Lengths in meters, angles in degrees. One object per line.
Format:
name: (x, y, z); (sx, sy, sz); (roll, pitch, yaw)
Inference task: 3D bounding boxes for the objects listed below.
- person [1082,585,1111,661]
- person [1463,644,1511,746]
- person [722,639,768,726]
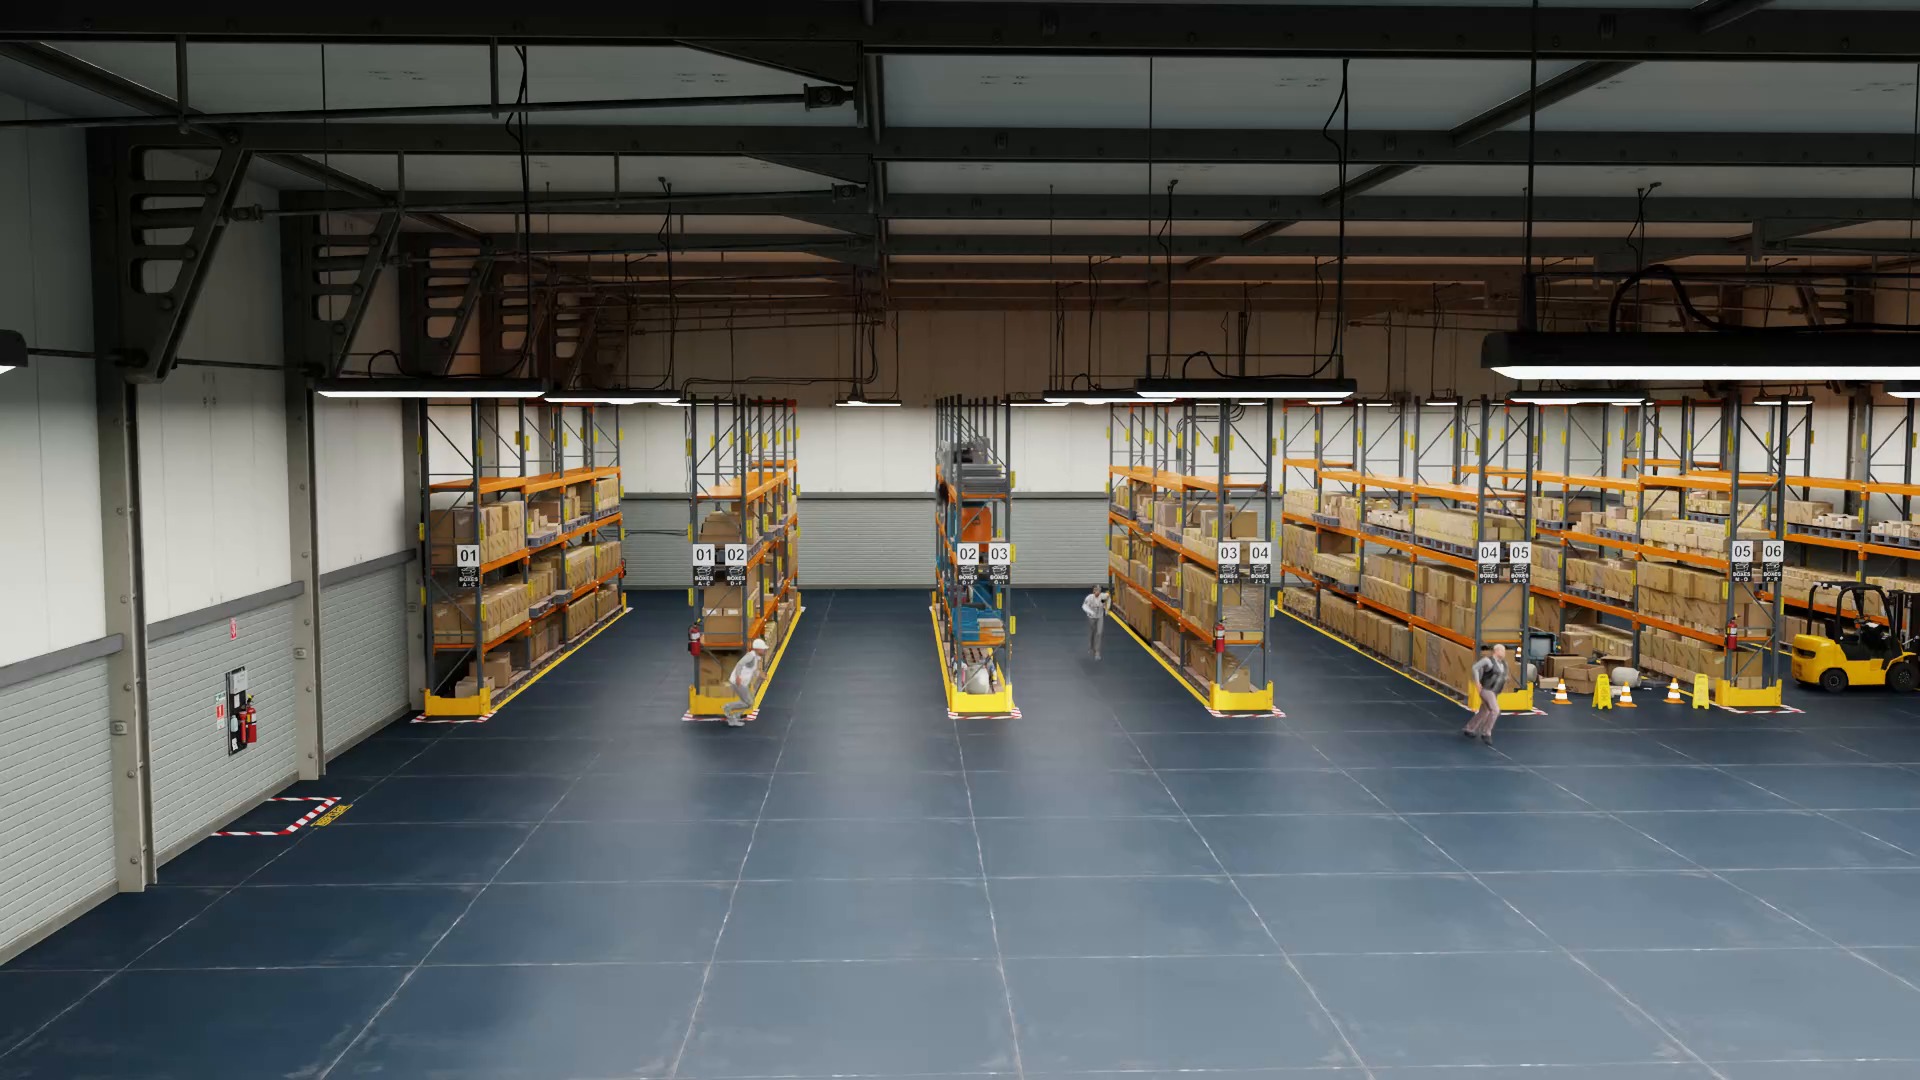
person: (3.007, 1.776, 36.834); (0.663, 1.674, 0.900); (-1, 5, -9)
person: (9.052, 2.620, 28.519); (0.785, 1.670, 0.800); (-4, 6, -39)
person: (-3.872, 2.581, 29.933); (0.856, 1.590, 0.685); (0, 5, 4)
